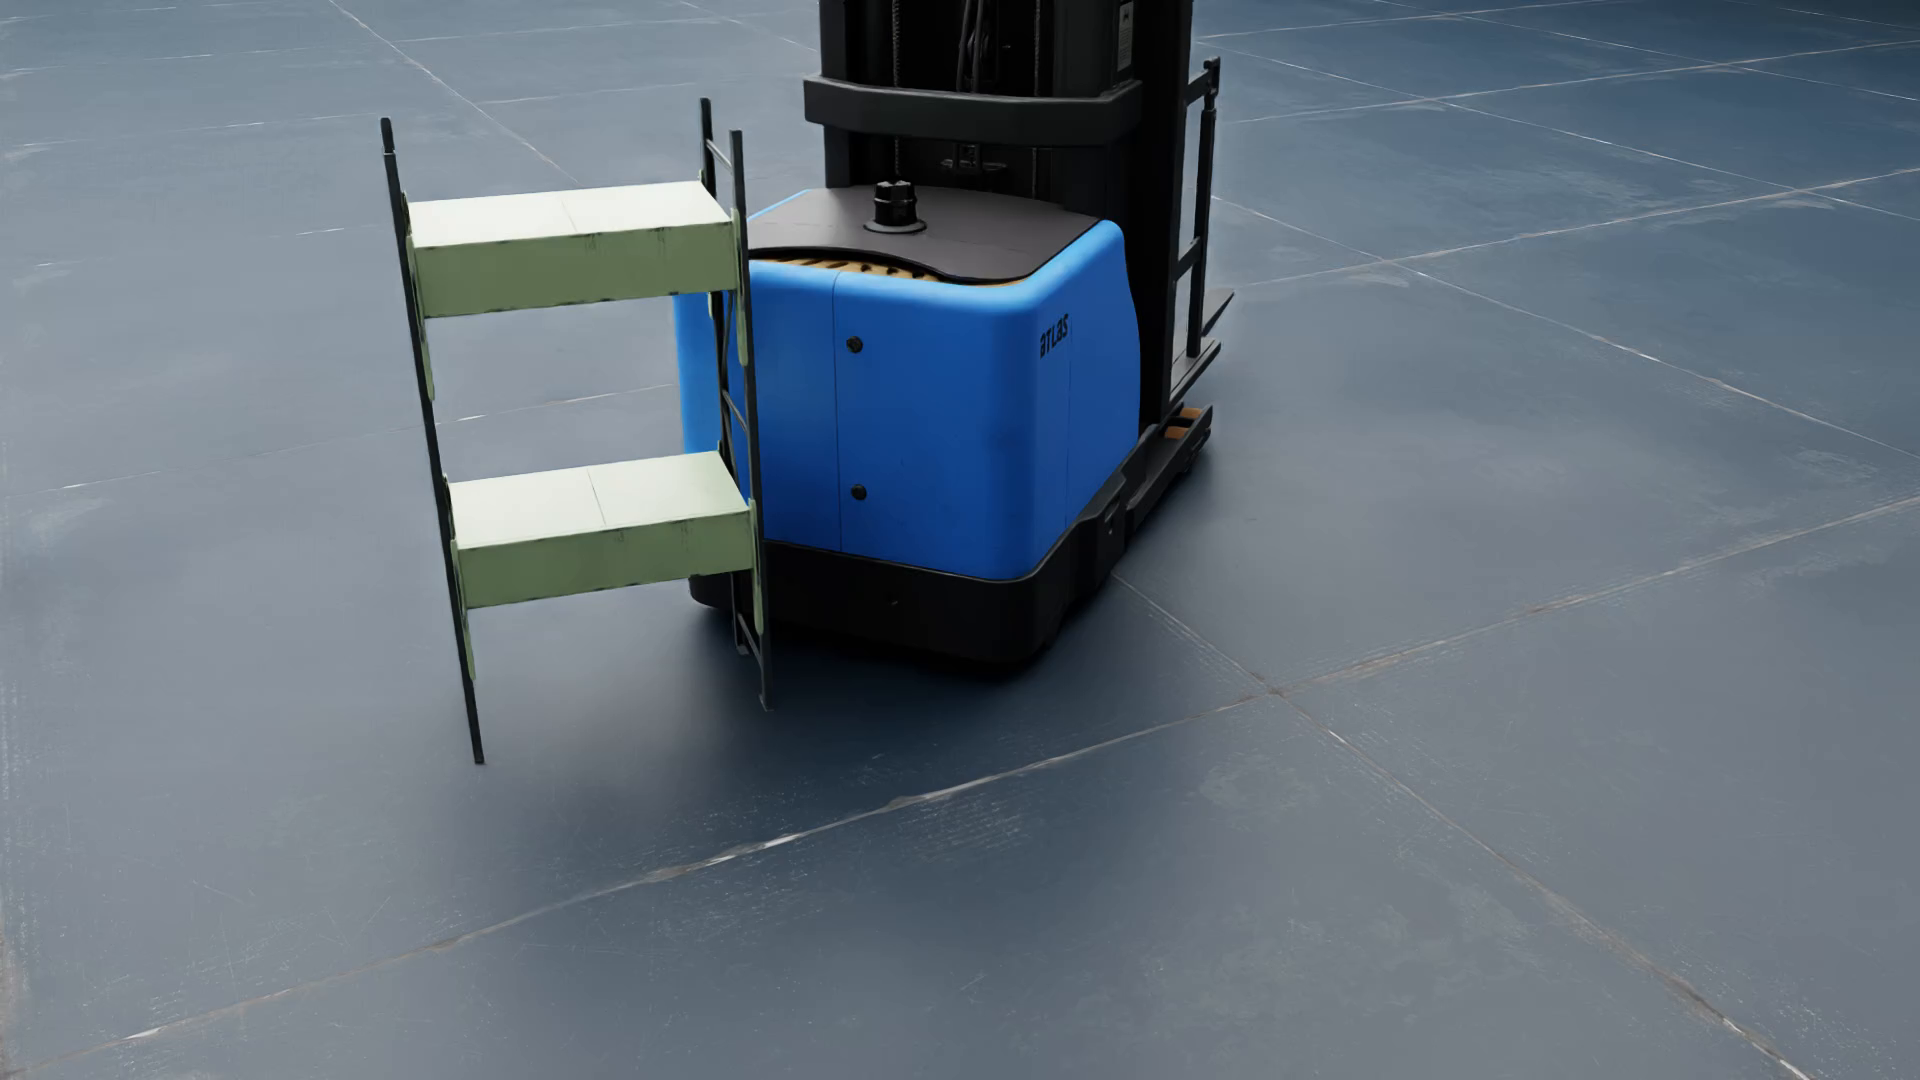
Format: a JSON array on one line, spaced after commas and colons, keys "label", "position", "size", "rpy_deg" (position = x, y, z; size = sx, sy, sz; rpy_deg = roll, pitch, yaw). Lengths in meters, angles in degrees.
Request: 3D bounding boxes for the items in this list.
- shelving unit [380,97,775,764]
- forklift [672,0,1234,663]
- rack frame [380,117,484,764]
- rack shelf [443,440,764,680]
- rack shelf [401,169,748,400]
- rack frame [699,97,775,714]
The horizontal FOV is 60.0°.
[{"label": "shelving unit", "position": [-0.902, -0.258, 4.054], "size": [0.755, 1.500, 0.431], "rpy_deg": [-8, 27, -17]}, {"label": "forklift", "position": [0.249, -1.608, 5.214], "size": [1.130, 2.935, 3.031], "rpy_deg": [10, 27, 20]}, {"label": "rack frame", "position": [-1.249, -0.207, 3.949], "size": [0.023, 1.500, 0.400], "rpy_deg": [-8, 27, -17]}, {"label": "rack shelf", "position": [-0.902, 0.036, 4.195], "size": [0.720, 0.370, 0.431], "rpy_deg": [-8, 27, -17]}, {"label": "rack shelf", "position": [-0.902, -0.610, 3.885], "size": [0.720, 0.370, 0.431], "rpy_deg": [-8, 27, -17]}, {"label": "rack frame", "position": [-0.555, -0.308, 4.159], "size": [0.023, 1.500, 0.400], "rpy_deg": [-8, 27, -17]}]
